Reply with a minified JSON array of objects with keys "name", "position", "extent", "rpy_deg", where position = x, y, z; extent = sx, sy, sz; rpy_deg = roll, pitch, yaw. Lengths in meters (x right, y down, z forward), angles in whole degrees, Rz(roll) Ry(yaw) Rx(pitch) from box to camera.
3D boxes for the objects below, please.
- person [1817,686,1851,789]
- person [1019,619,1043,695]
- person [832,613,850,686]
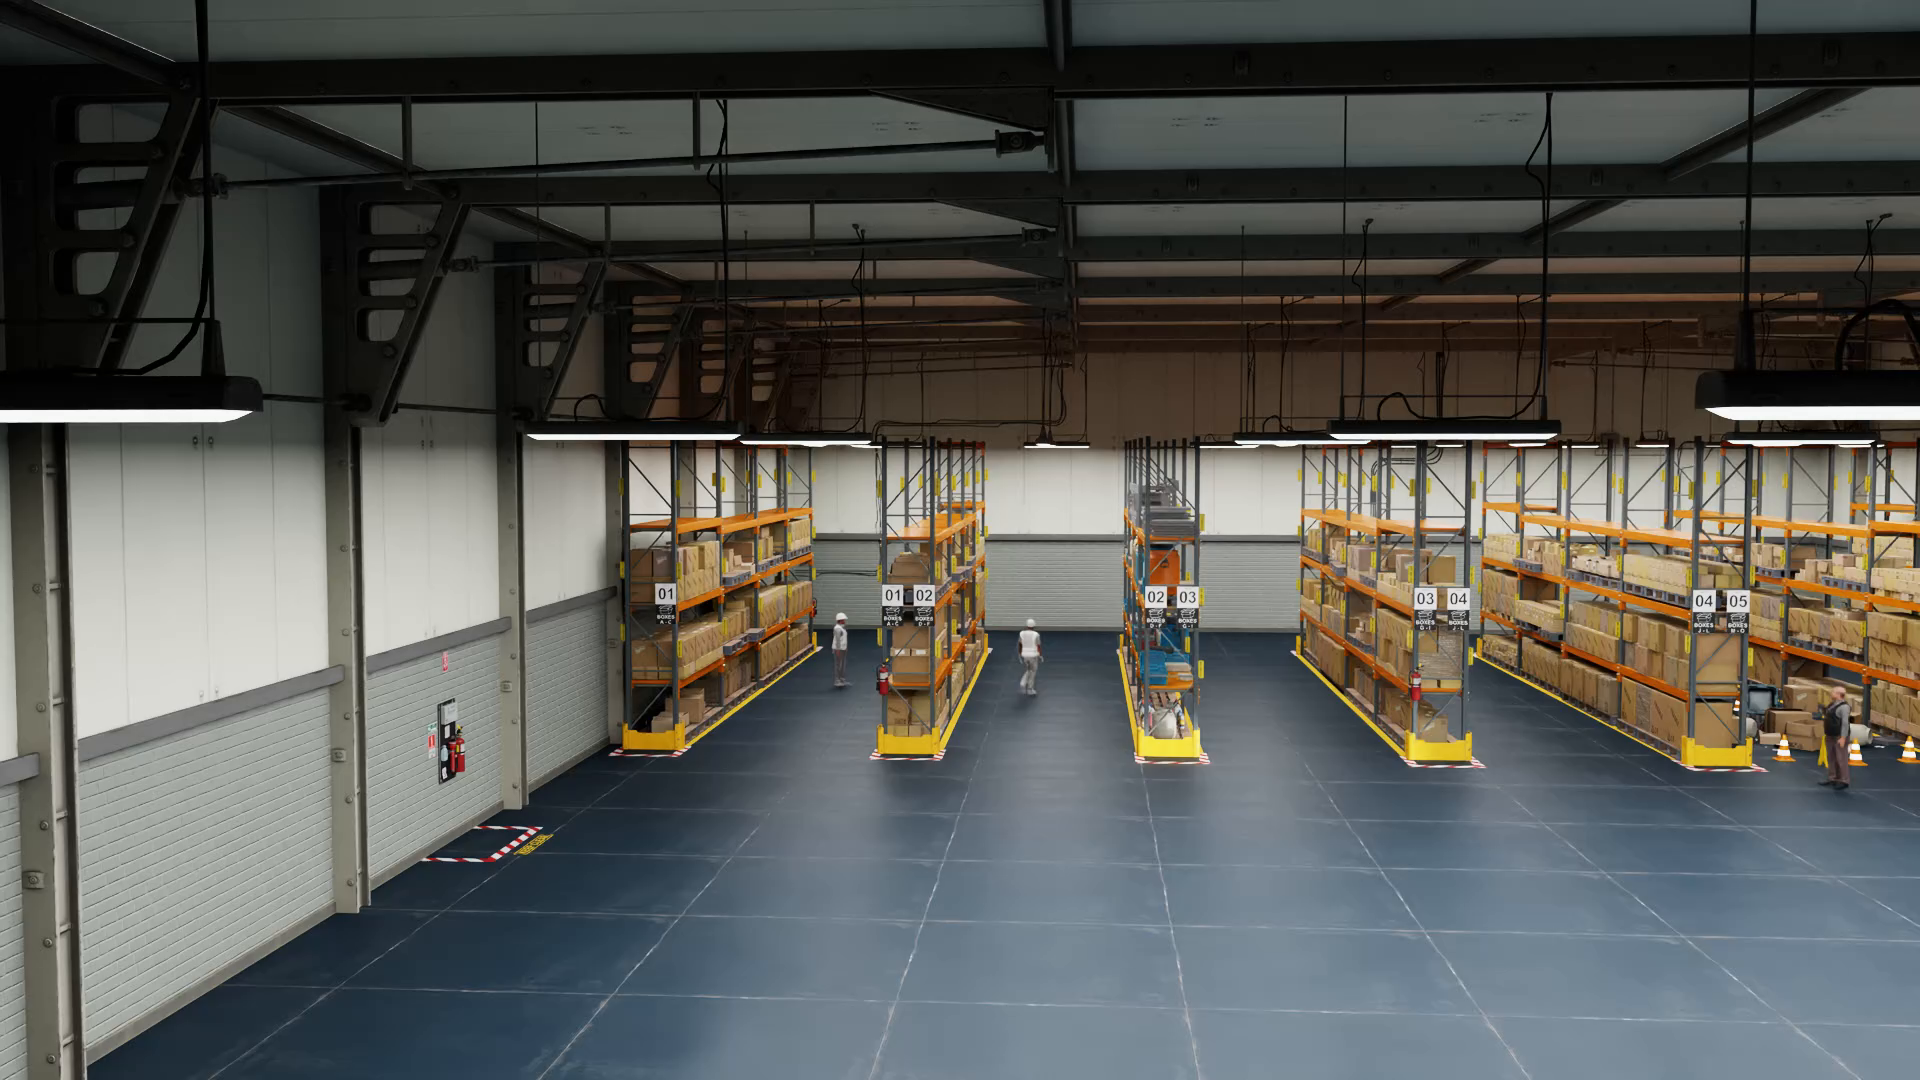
[{"name":"person","position":[14.883,3.343,28.244],"extent":[0.389,1.731,0.566],"rpy_deg":[-1,3,-10]},{"name":"person","position":[1.680,2.729,38.979],"extent":[0.549,1.777,0.443],"rpy_deg":[3,4,43]},{"name":"person","position":[-2.913,2.666,40.511],"extent":[0.416,1.783,0.557],"rpy_deg":[0,3,6]}]
